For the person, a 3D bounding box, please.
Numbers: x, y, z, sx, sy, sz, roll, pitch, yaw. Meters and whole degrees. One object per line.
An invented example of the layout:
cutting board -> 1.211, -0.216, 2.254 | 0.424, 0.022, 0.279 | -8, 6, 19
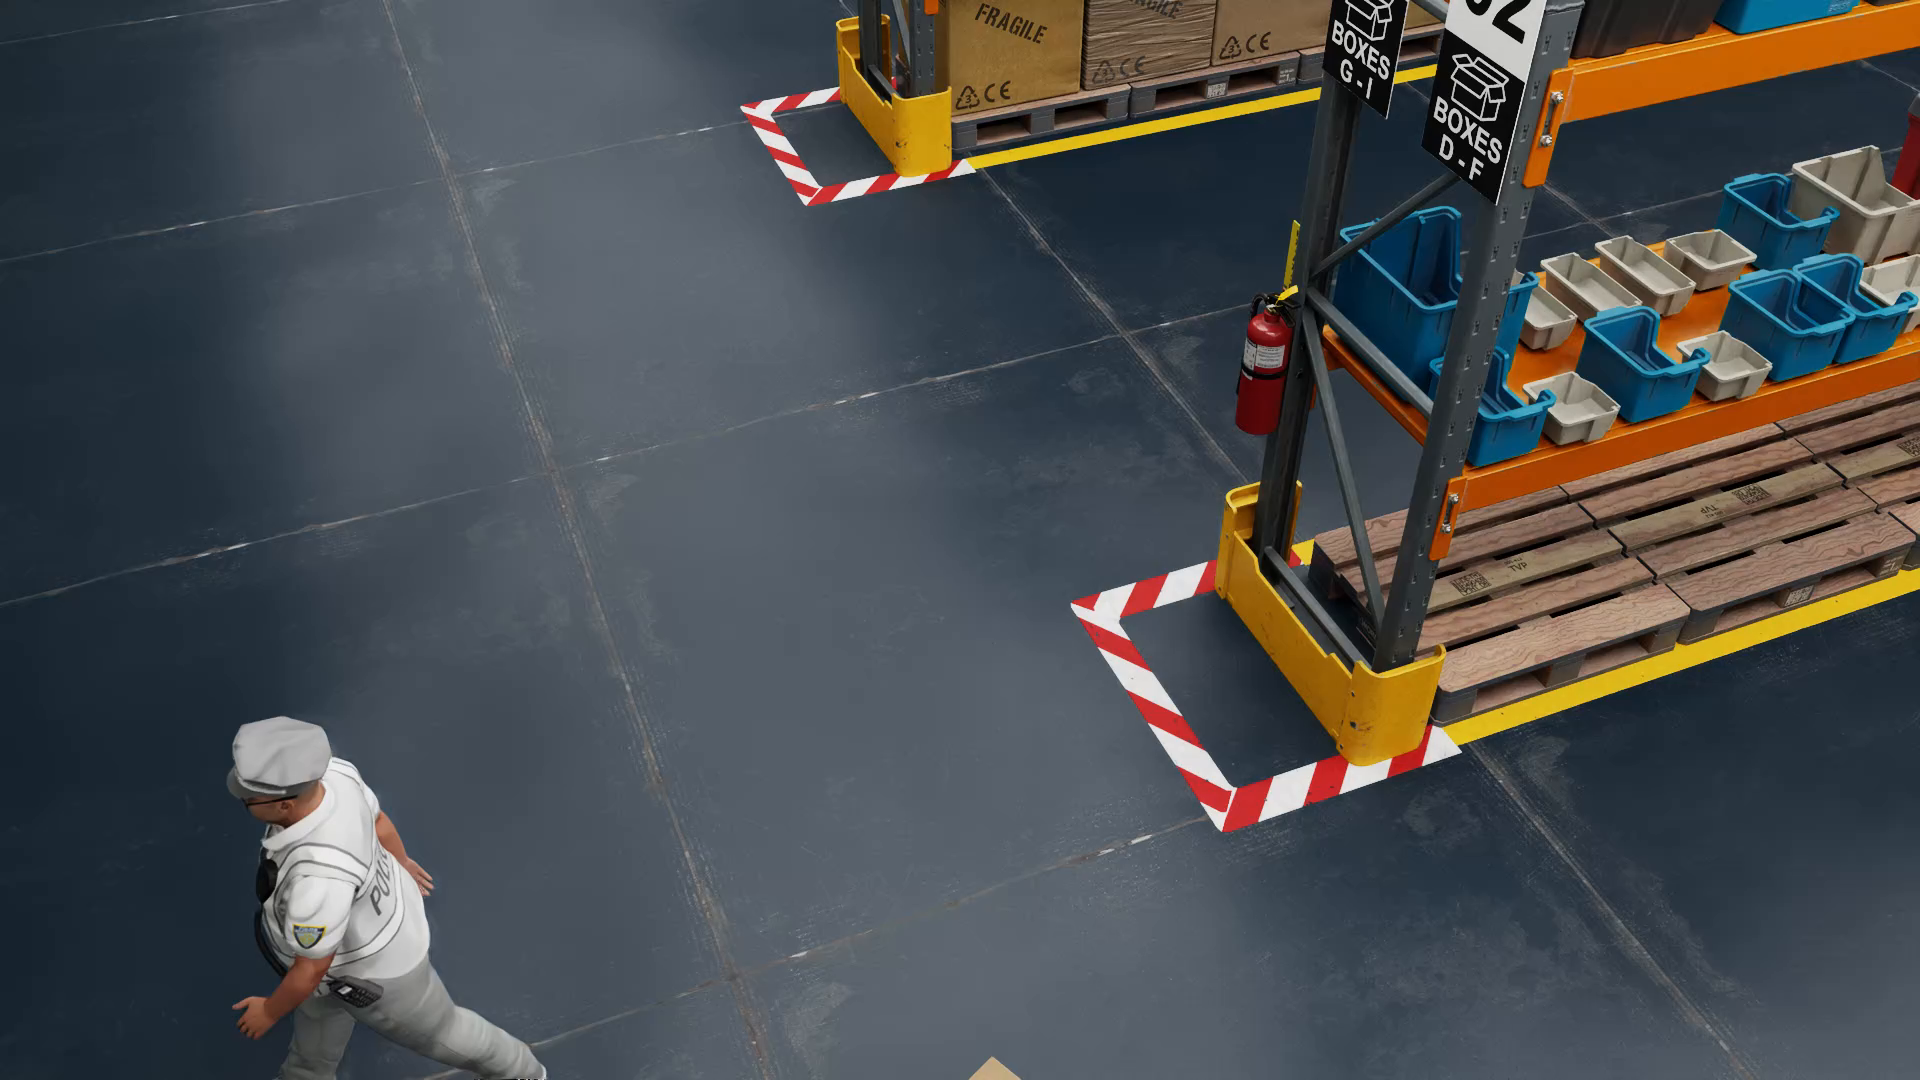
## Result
person -> -1.831, 1.169, 4.802 | 0.970, 1.726, 0.570 | -14, 43, -15
